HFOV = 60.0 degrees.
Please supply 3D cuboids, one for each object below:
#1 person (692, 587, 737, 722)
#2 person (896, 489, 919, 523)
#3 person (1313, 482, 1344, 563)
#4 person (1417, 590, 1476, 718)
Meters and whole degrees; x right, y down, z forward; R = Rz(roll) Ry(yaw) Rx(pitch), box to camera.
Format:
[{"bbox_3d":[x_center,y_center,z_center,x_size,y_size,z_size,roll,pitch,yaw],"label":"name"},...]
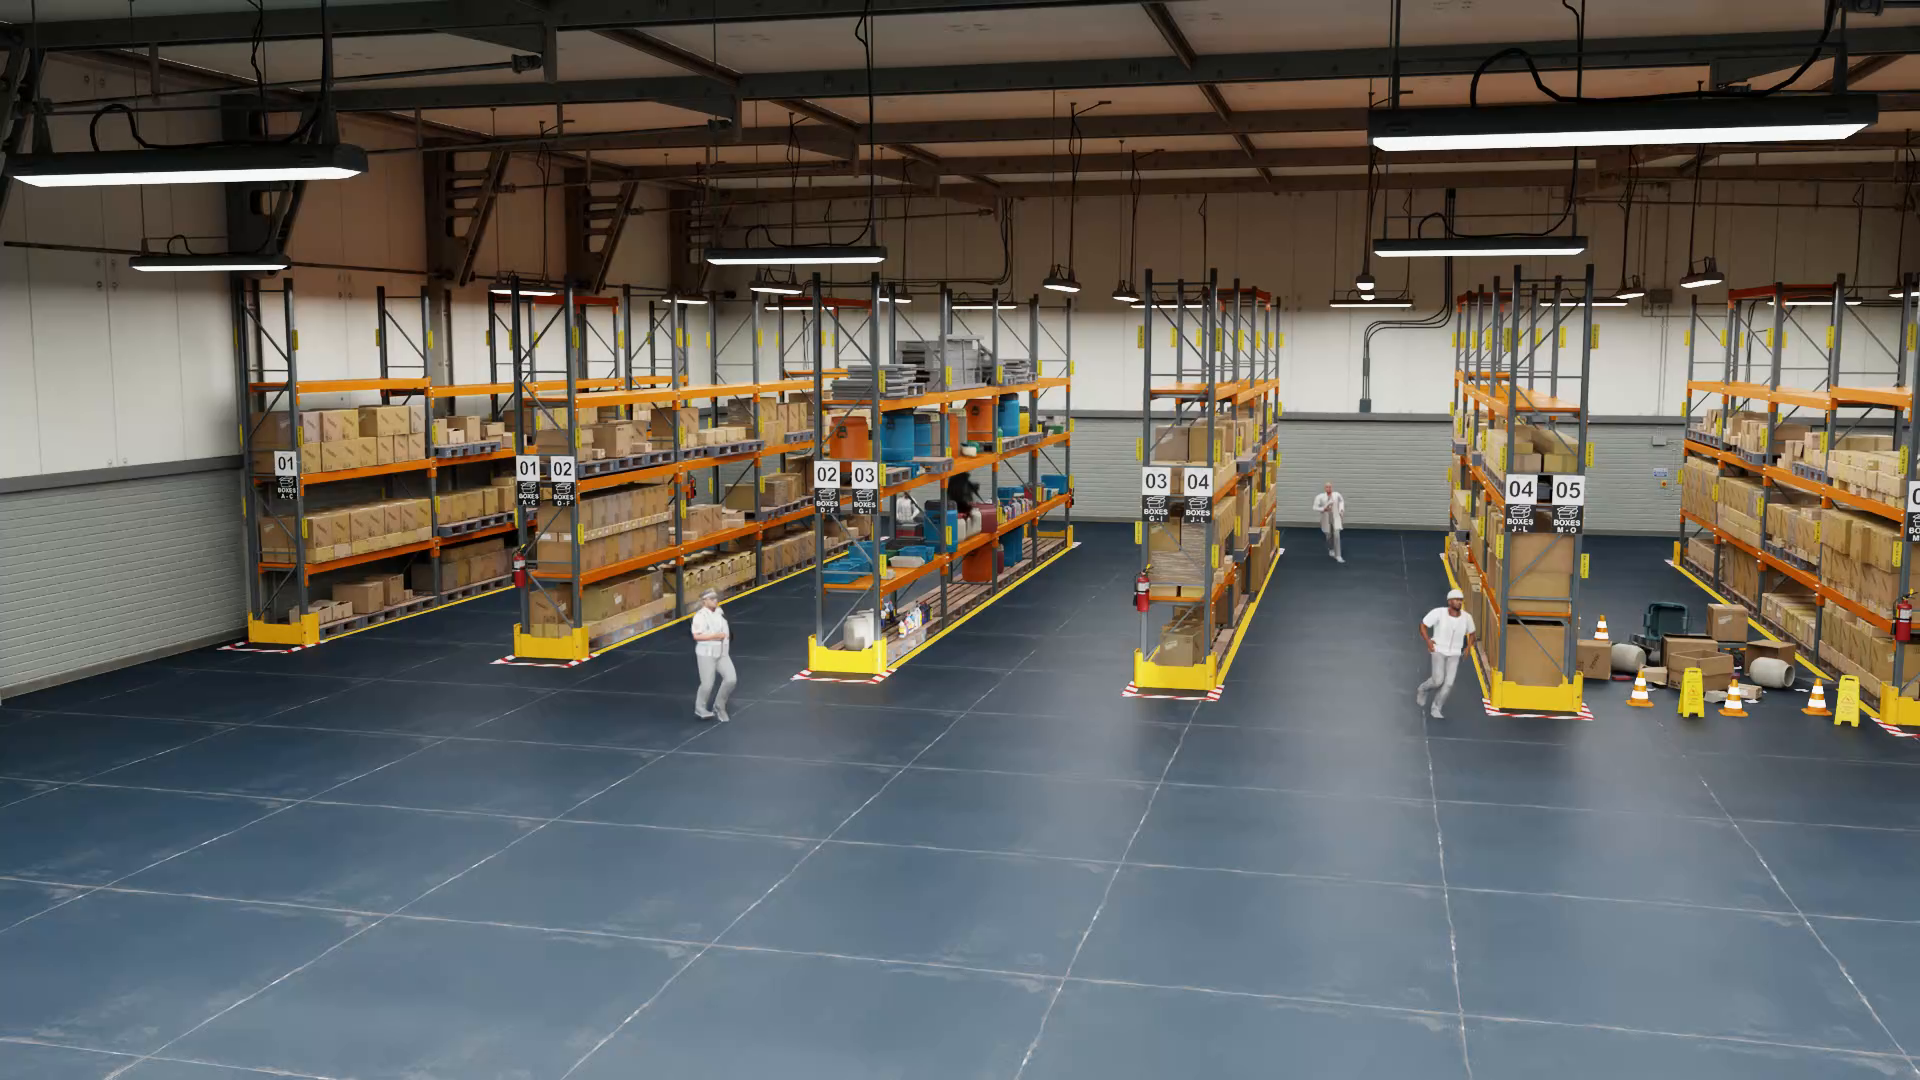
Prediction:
[{"bbox_3d":[-3.218,1.527,21.854,0.696,1.822,0.641,6,9,43],"label":"person"},{"bbox_3d":[-1.261,-0.449,38.730,0.610,1.653,0.550,0,7,-1],"label":"person"},{"bbox_3d":[8.398,-0.434,37.898,0.710,1.774,1.044,1,7,7],"label":"person"},{"bbox_3d":[6.540,1.497,22.295,0.743,1.713,0.537,0,7,-4],"label":"person"}]
